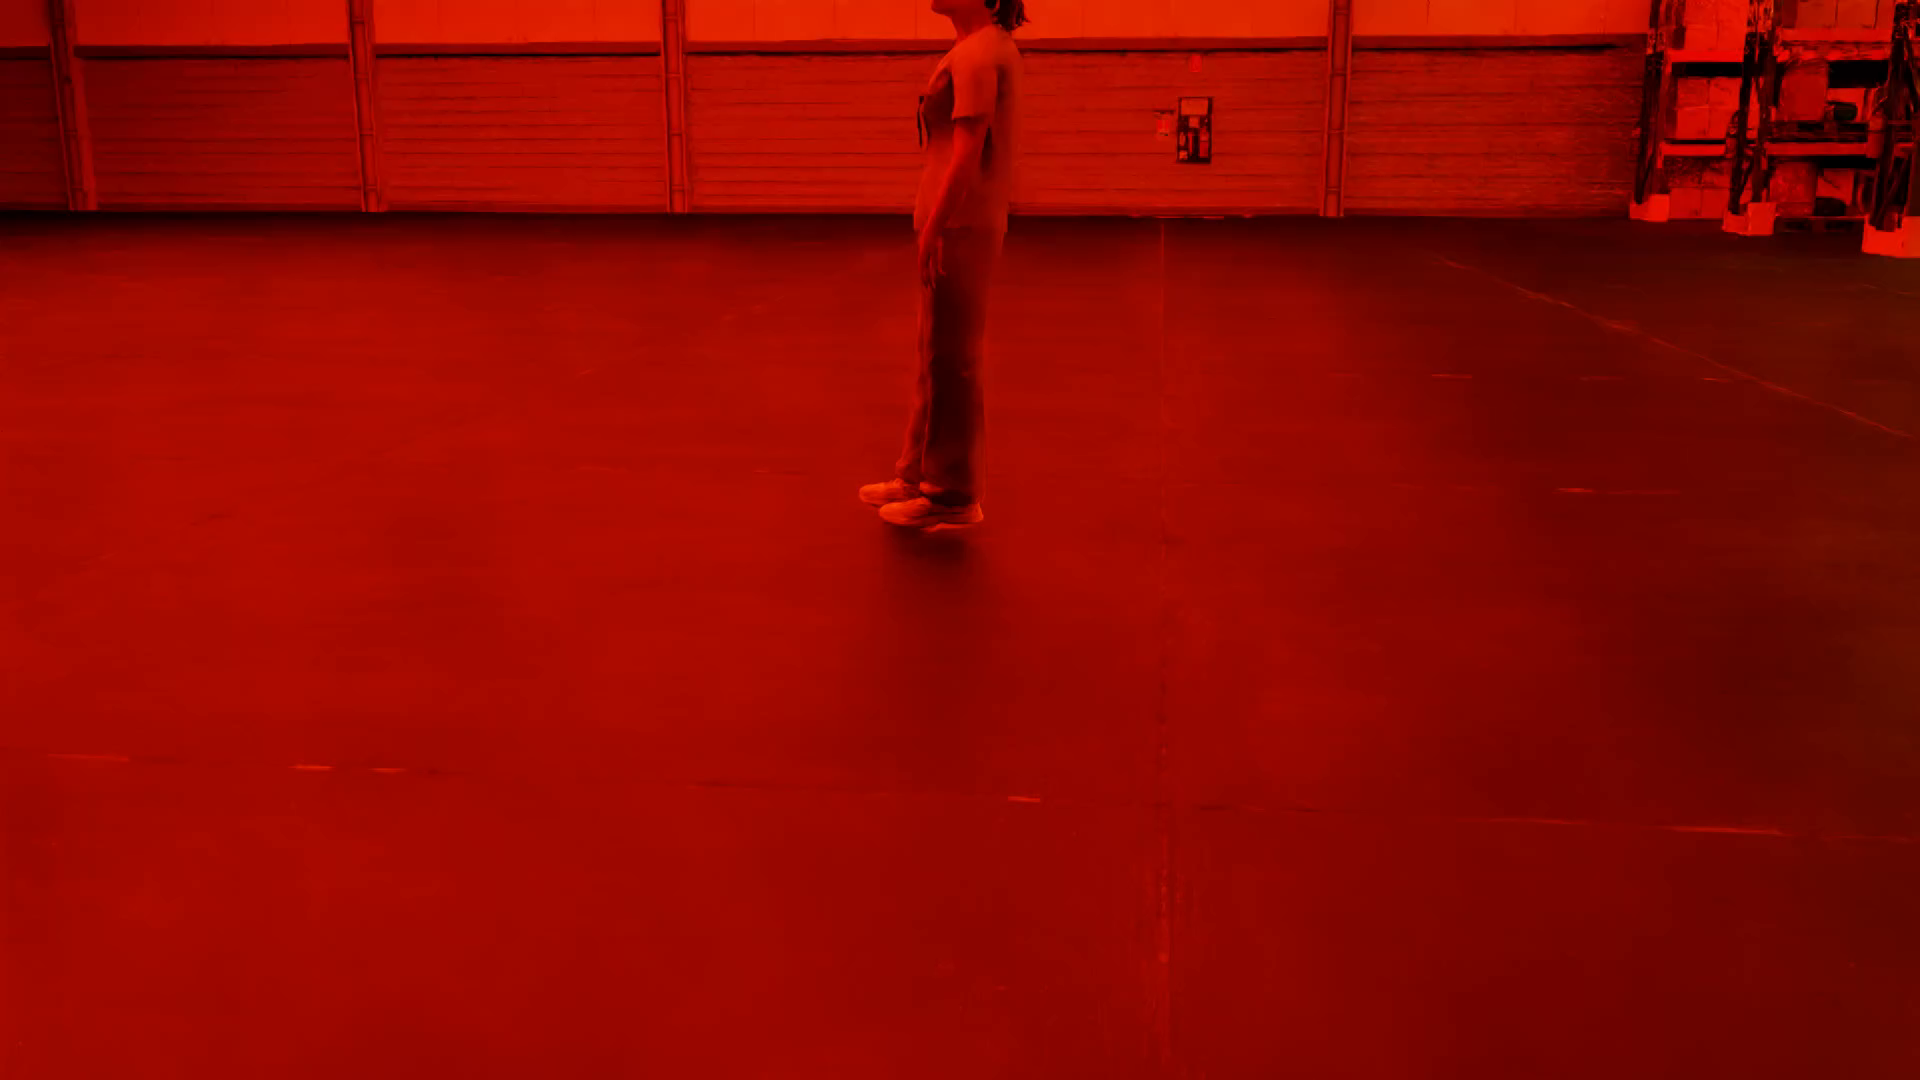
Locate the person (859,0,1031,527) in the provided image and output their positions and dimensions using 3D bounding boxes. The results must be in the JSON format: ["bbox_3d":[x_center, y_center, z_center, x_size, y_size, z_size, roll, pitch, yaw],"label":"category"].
[{"bbox_3d":[-0.071,-0.867,4.766,0.549,1.673,0.550,2,13,7],"label":"person"}]
